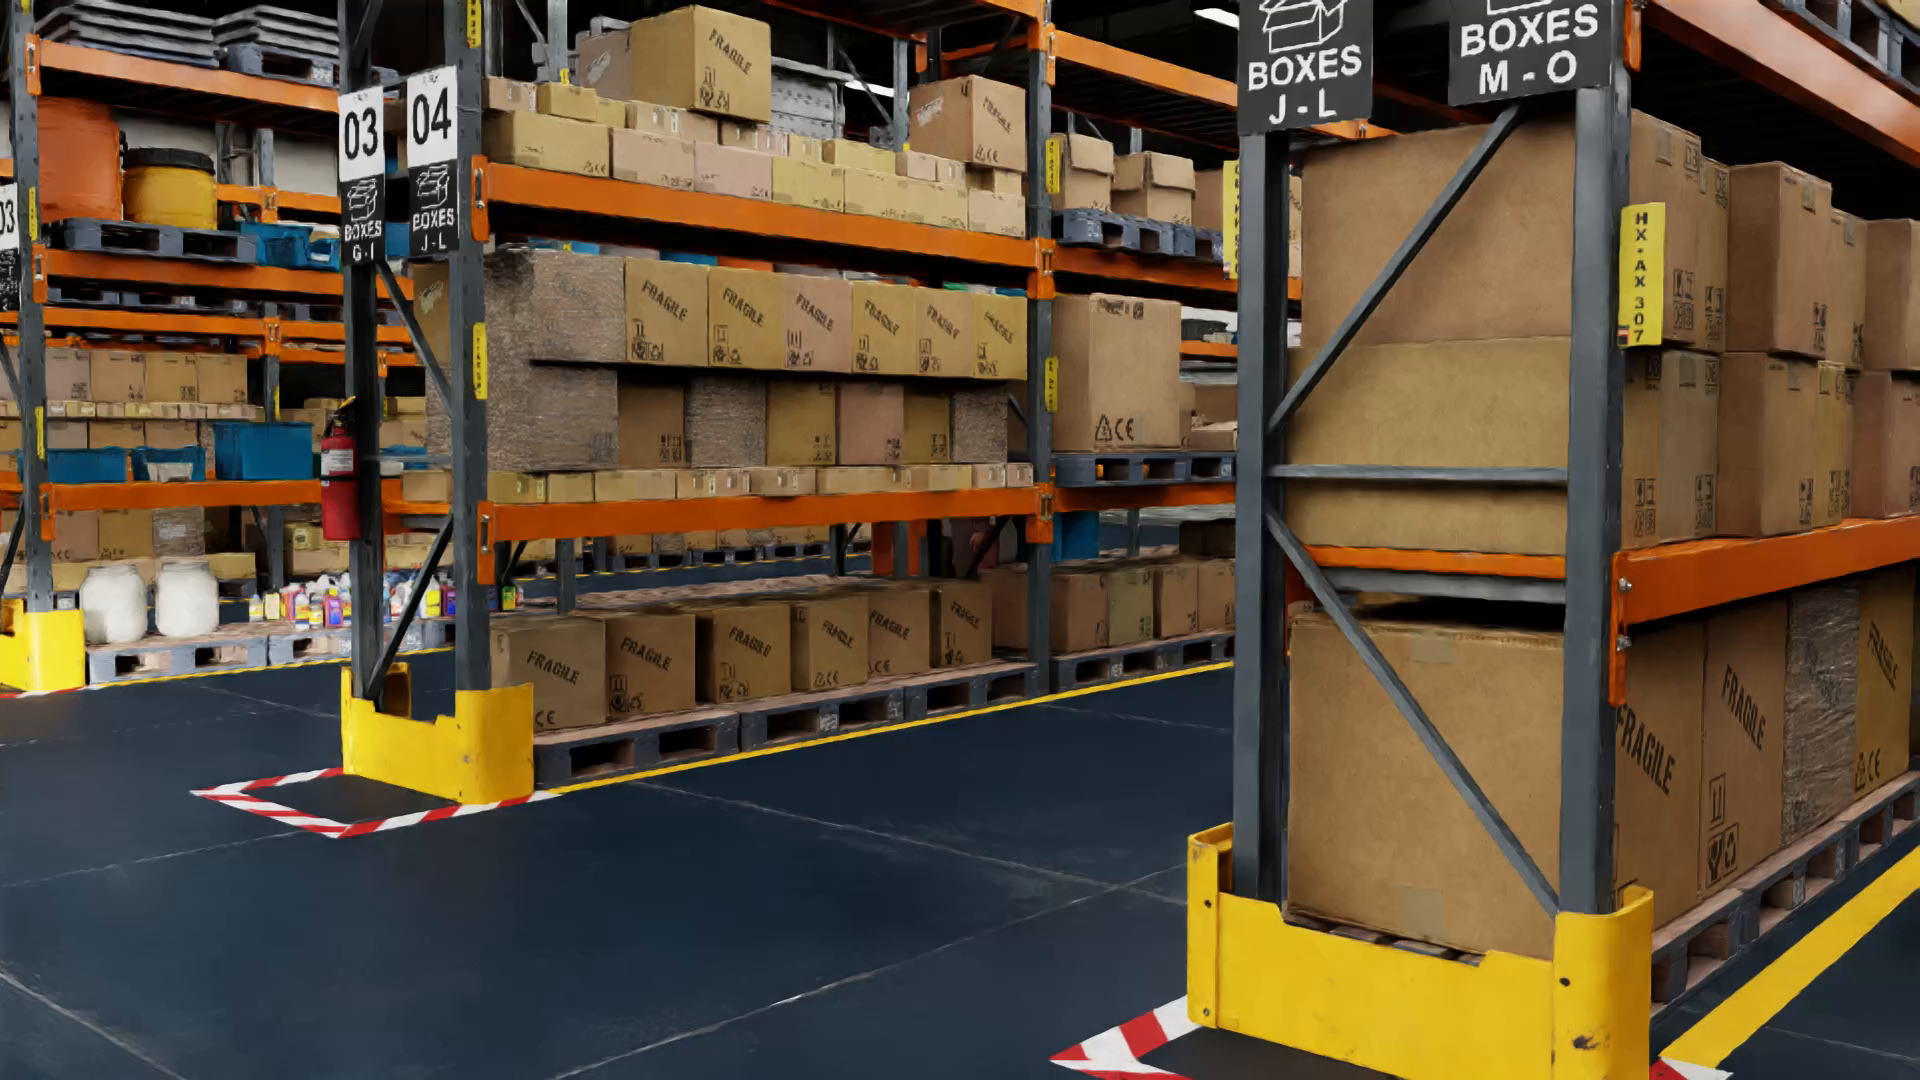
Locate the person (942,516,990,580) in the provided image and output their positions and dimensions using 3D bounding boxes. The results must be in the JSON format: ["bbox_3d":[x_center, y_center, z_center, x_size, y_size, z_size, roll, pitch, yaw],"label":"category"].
[{"bbox_3d":[-0.015,-0.044,12.451,0.566,1.776,0.386,3,5,42],"label":"person"}]
